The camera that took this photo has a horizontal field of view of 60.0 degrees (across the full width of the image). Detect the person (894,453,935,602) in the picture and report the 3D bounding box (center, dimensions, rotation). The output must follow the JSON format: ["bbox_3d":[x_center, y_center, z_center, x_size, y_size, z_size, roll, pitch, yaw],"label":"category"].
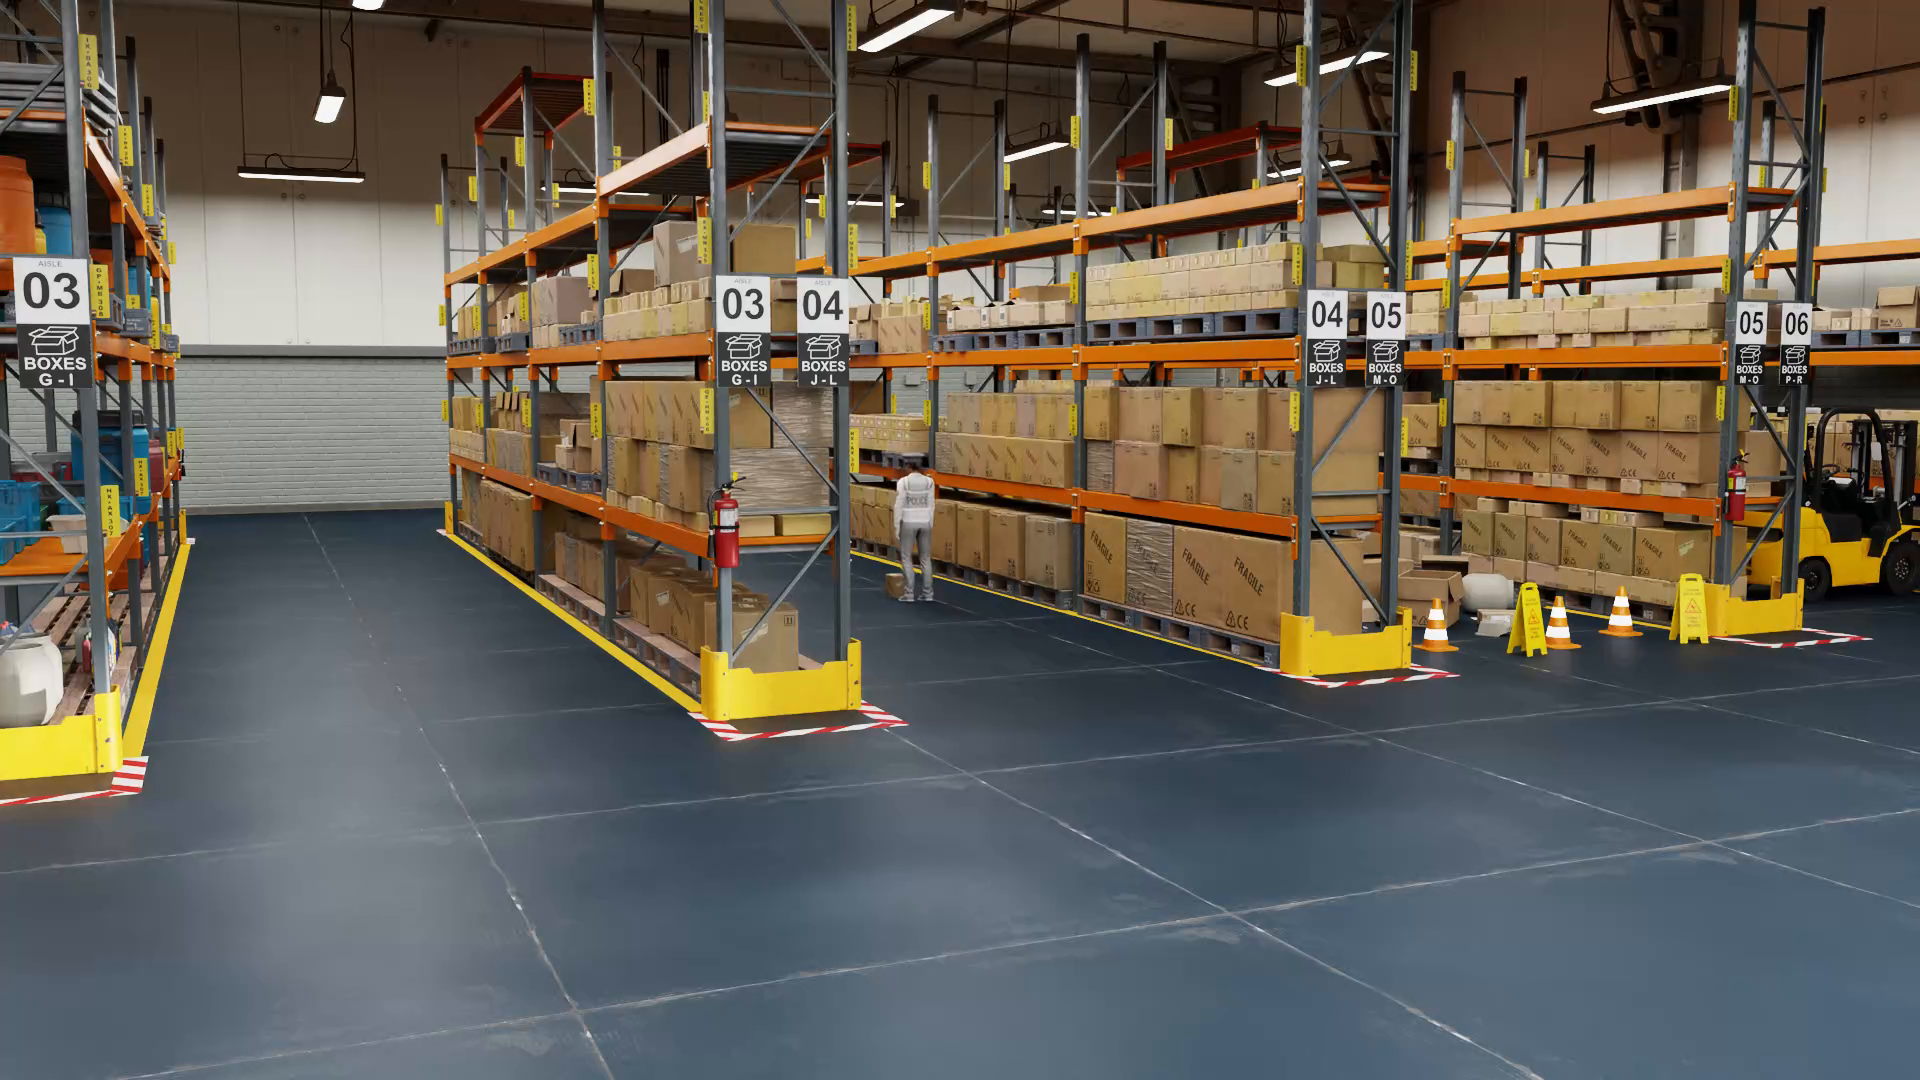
[{"bbox_3d":[-0.515,-0.136,18.452,0.470,1.663,0.327,-2,6,-23],"label":"person"}]
